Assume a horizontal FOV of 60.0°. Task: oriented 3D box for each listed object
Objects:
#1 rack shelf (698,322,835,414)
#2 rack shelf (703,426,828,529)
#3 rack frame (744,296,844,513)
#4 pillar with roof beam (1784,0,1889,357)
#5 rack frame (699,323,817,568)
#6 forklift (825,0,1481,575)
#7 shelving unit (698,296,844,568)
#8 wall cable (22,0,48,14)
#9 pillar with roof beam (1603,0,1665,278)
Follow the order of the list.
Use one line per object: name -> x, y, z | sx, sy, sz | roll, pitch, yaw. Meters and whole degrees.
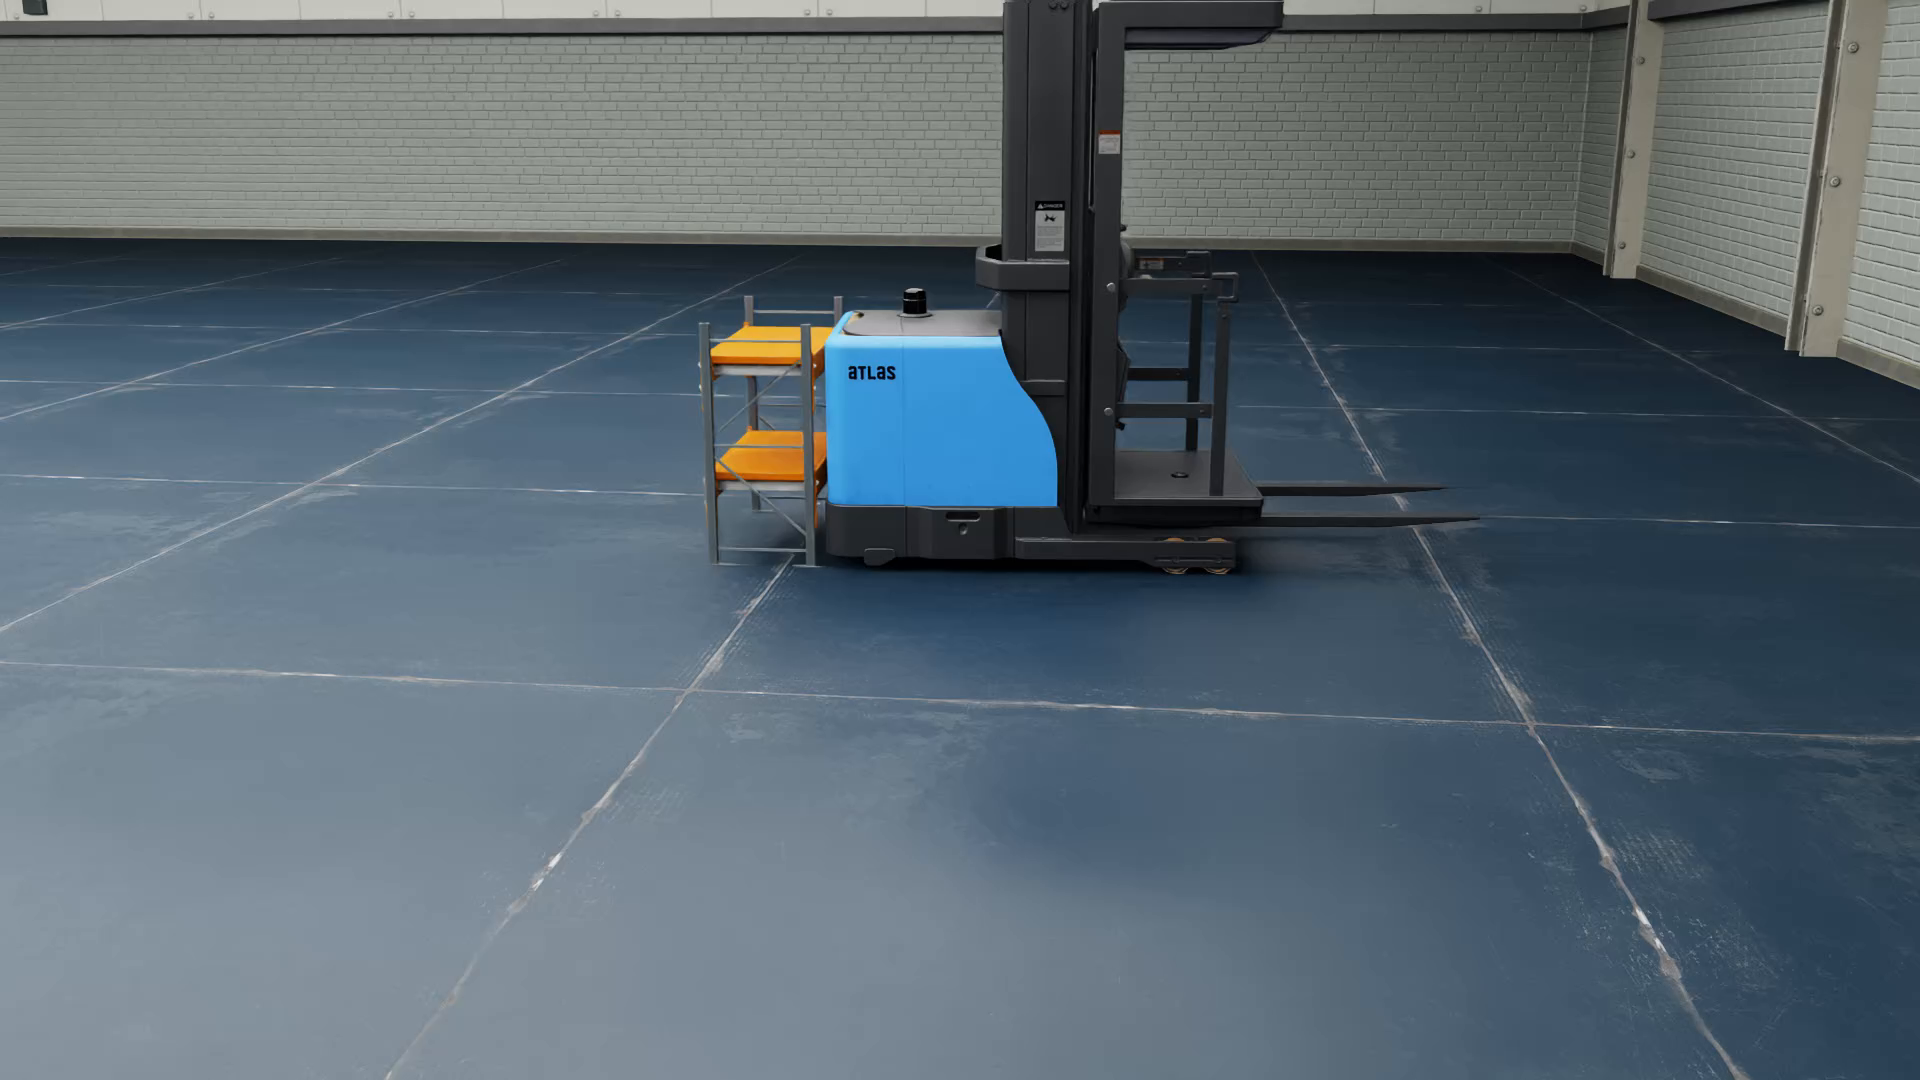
rack shelf -> -0.877, -0.838, 7.983 | 0.538, 0.278, 1.000 | 1, 15, 4
rack shelf -> -0.877, -0.319, 8.123 | 0.538, 0.278, 1.000 | 1, 15, 4
rack frame -> -0.839, -0.687, 8.549 | 0.500, 1.125, 0.032 | 1, 15, 4
pillar with roof beam -> 2.878, -6.041, 13.263 | 9.100, 9.000, 0.400 | 2, 15, 6
rack frame -> -0.915, -0.423, 7.570 | 0.500, 1.125, 0.032 | 1, 15, 4
forklift -> 0.904, -1.397, 7.715 | 3.031, 2.935, 1.130 | 0, 15, 1
shelving unit -> -0.877, -0.555, 8.060 | 0.538, 1.125, 1.048 | 1, 15, 4
wall cable -> -12.388, -10.481, 23.169 | 2.305, 6.003, 0.169 | 2, 15, 6
pillar with roof beam -> 3.556, -7.597, 19.018 | 9.100, 9.000, 0.400 | 2, 15, 6
